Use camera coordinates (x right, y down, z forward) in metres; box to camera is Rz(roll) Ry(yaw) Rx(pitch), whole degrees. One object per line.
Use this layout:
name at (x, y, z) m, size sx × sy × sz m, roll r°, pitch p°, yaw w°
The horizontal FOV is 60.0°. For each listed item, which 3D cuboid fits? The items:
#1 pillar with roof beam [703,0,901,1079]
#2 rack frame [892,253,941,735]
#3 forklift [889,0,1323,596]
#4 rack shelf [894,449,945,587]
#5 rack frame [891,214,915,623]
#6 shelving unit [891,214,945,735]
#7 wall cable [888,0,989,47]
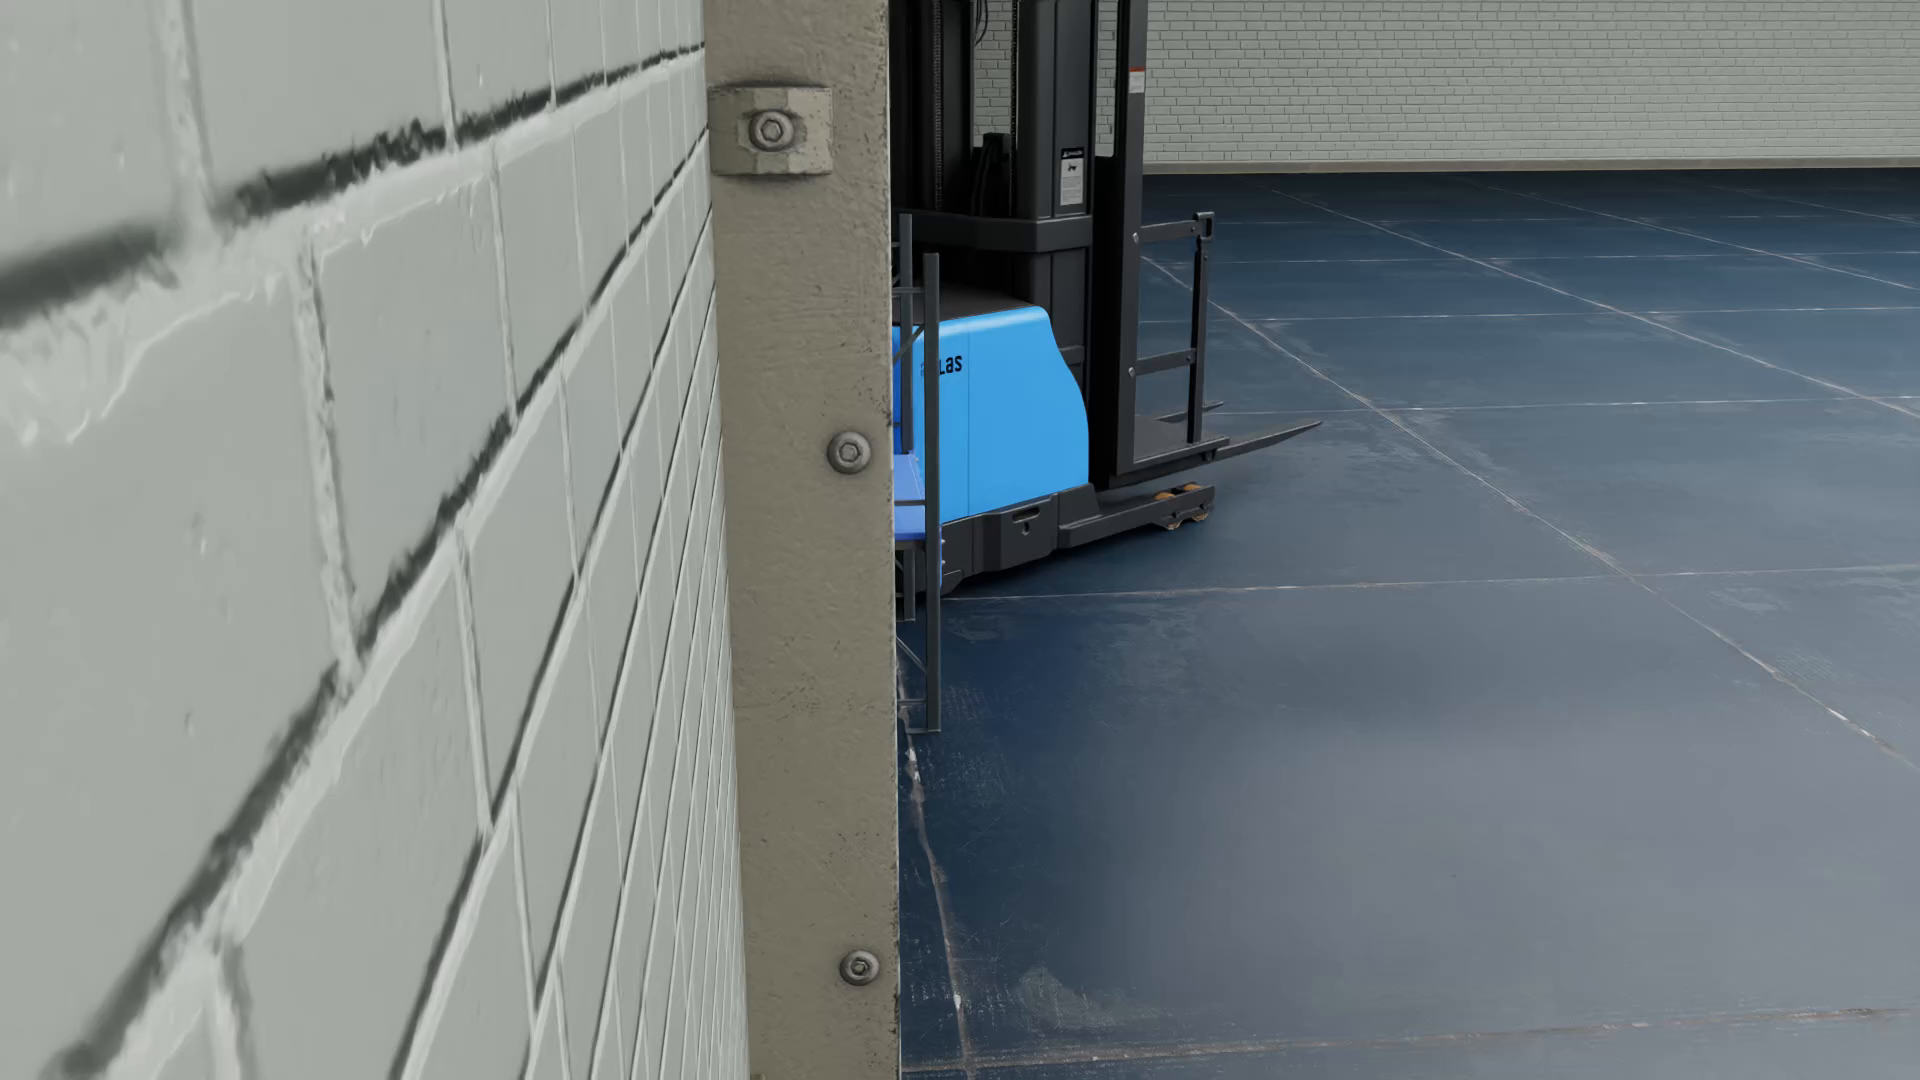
pillar with roof beam at (3.990, -3.285, 2.618) m, size 9.100 × 9.000 × 0.400 m, roll -2°, pitch 18°, yaw -6°
rack frame at (-0.311, -0.103, 5.002) m, size 0.500 × 1.500 × 0.032 m, roll -2°, pitch 18°, yaw -6°
forklift at (0.502, -1.540, 7.188) m, size 3.031 × 2.935 × 1.130 m, roll -16°, pitch 24°, yaw -42°
rack shelf at (-0.364, -0.083, 5.539) m, size 0.538 × 0.185 × 1.000 m, roll -2°, pitch 18°, yaw -6°
rack frame at (-0.417, -0.406, 5.967) m, size 0.500 × 1.500 × 0.032 m, roll -2°, pitch 18°, yaw -6°
shelving unit at (-0.364, -0.255, 5.485) m, size 0.538 × 1.500 × 1.048 m, roll -2°, pitch 18°, yaw -6°
wall cable at (-1.137, -7.952, 22.668) m, size 3.097 × 2.526 × 0.112 m, roll -2°, pitch 18°, yaw -6°
